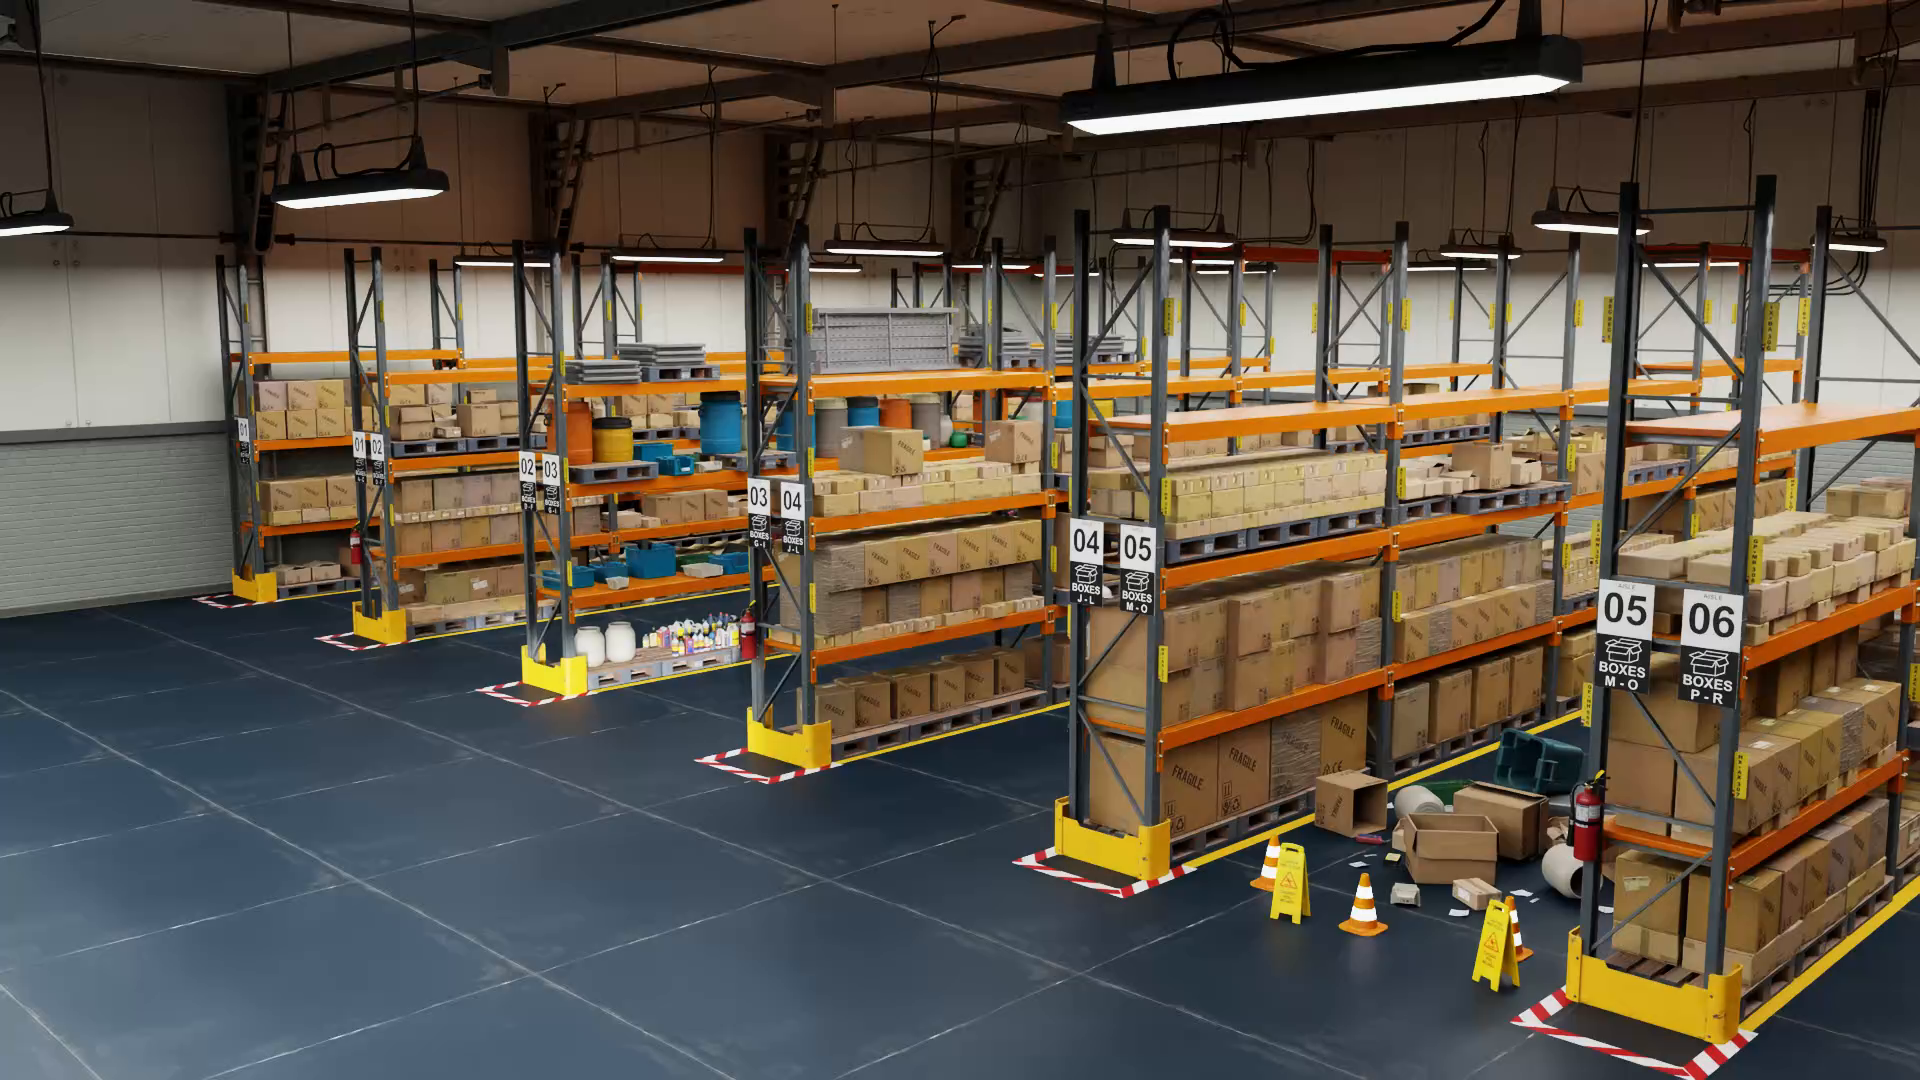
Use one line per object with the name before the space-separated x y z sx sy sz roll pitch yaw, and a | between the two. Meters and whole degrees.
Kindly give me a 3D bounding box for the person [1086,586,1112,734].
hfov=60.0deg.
person | 1.623 1.442 20.155 0.462 1.772 0.671 3 9 19
